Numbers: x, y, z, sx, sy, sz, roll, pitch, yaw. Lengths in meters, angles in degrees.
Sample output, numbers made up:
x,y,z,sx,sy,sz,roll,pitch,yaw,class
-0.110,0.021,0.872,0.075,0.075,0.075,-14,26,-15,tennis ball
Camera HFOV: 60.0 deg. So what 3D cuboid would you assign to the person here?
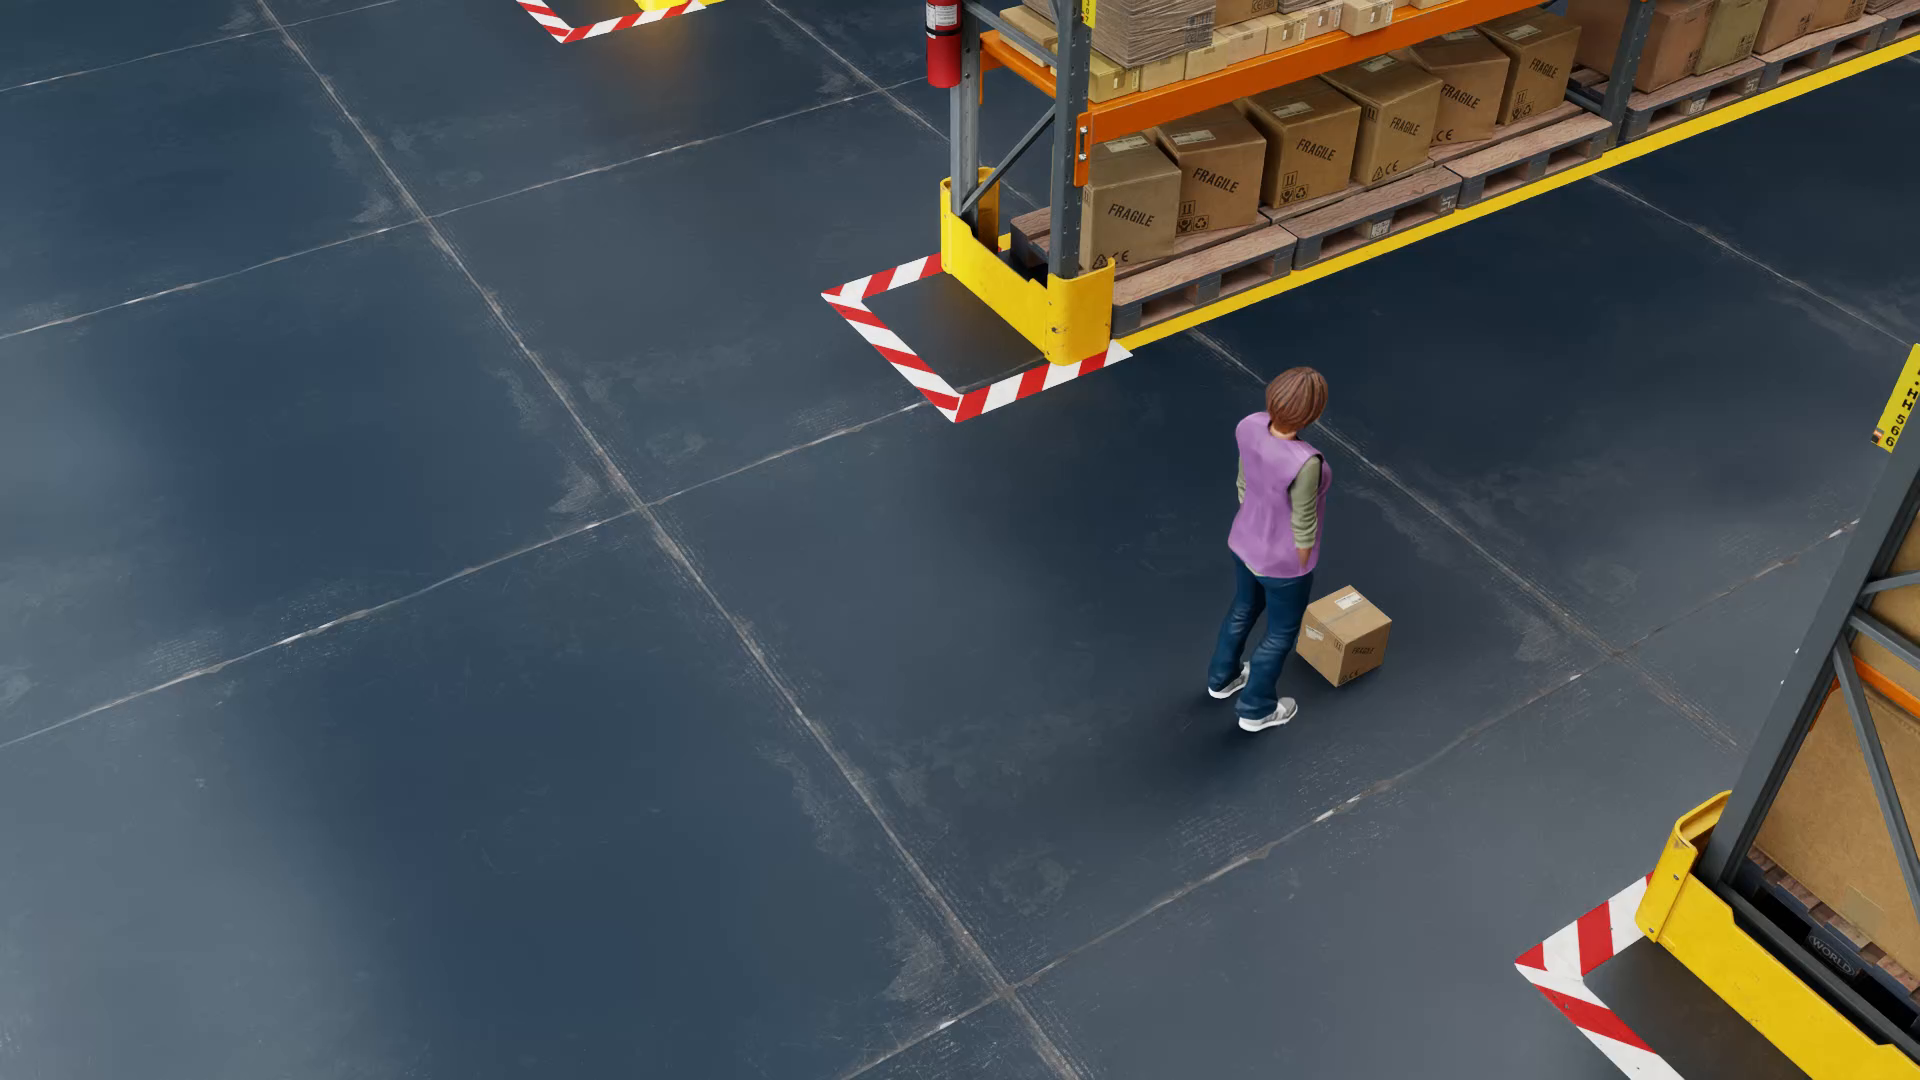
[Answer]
x,y,z,sx,sy,sz,roll,pitch,yaw,class
1.141,0.036,6.135,0.299,1.600,0.407,-22,46,-23,person
